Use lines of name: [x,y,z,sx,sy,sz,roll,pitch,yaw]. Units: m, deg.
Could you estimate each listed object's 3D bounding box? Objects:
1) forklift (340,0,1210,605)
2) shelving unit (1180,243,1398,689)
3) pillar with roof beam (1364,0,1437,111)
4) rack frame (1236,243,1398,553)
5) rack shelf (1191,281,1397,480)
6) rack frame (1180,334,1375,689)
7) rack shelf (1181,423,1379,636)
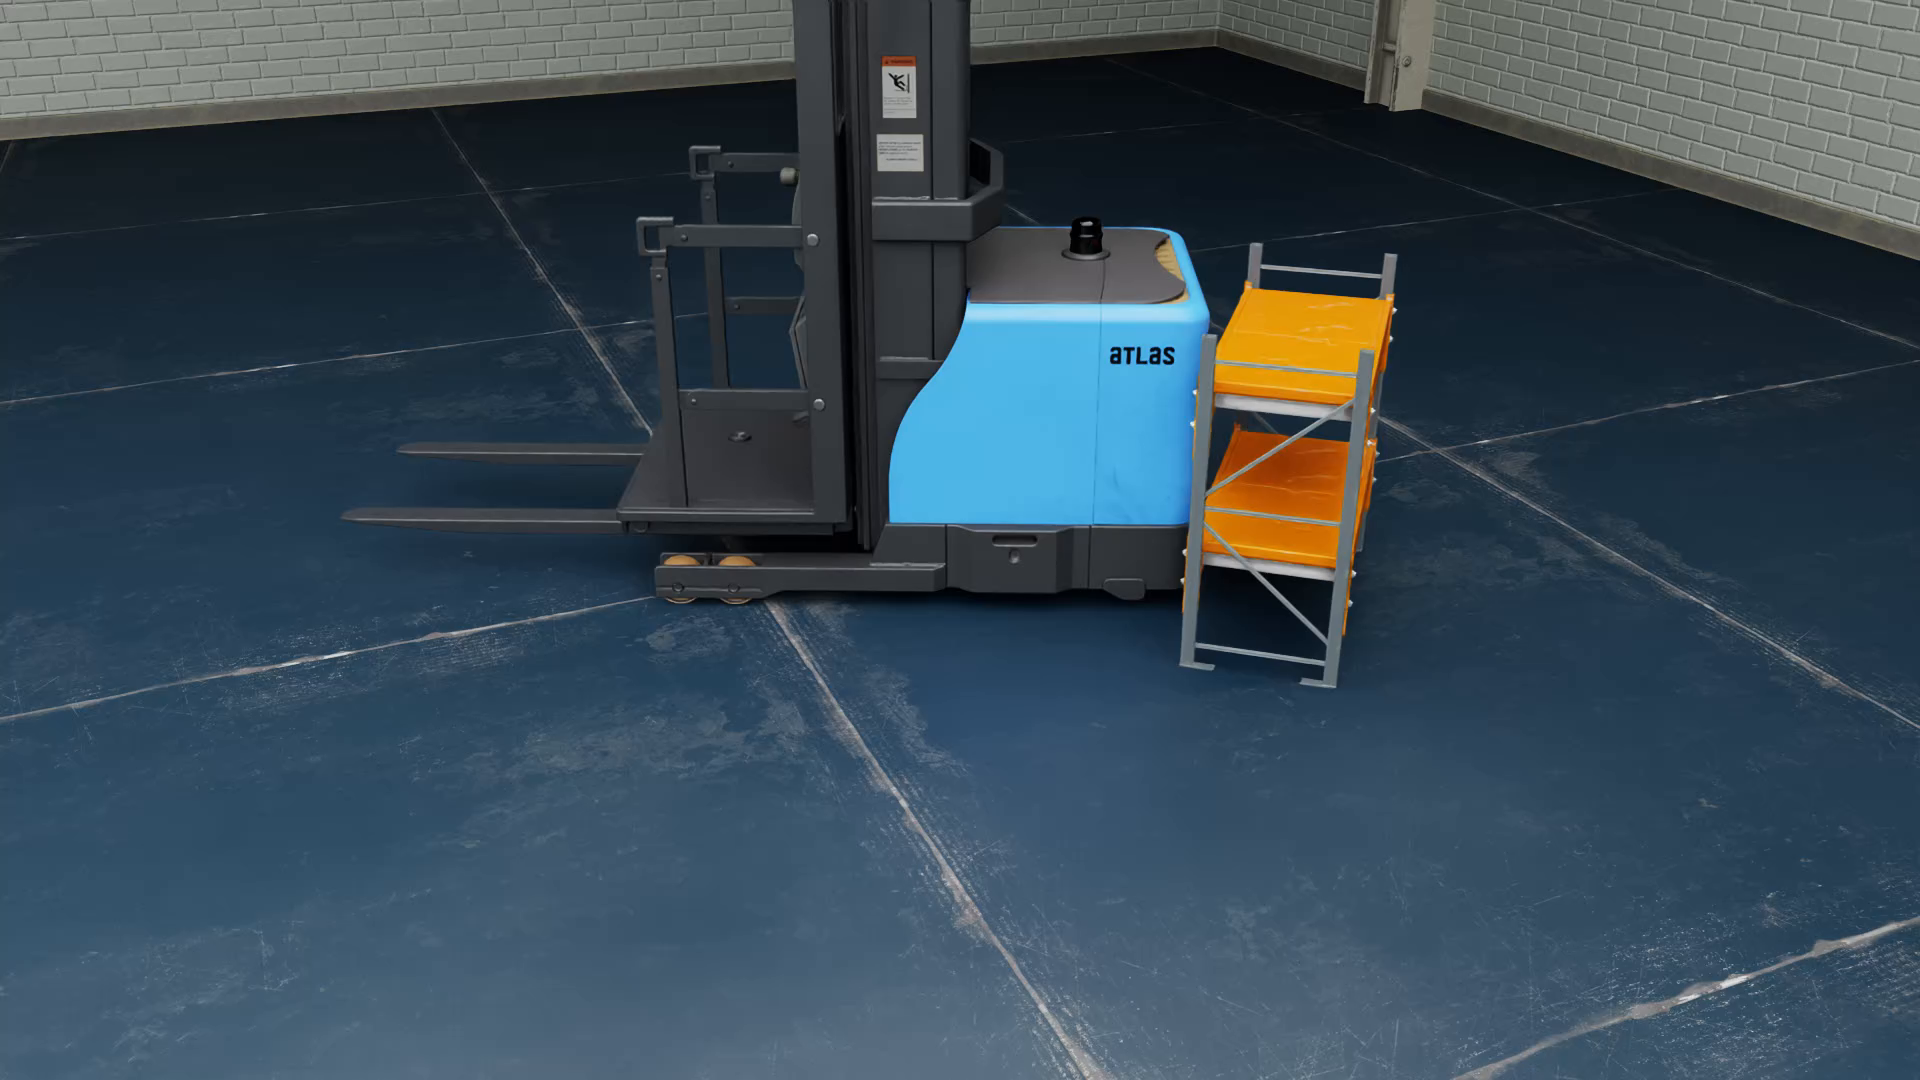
forklift: [-0.681,-1.324,5.621,3.031,2.935,1.130,1,26,1]
shelving unit: [1.106,-0.283,5.549,0.538,1.125,1.048,8,27,15]
pillar with roof beam: [-0.453,-6.823,9.968,9.100,9.000,0.400,-11,28,-21]
rack frame: [1.253,-0.497,5.986,0.500,1.125,0.032,8,27,15]
rack shelf: [1.106,-0.546,5.420,0.538,0.278,1.000,8,27,15]
rack frame: [0.958,-0.070,5.111,0.500,1.125,0.032,8,27,15]
rack shelf: [1.106,-0.064,5.656,0.538,0.278,1.000,8,27,15]
